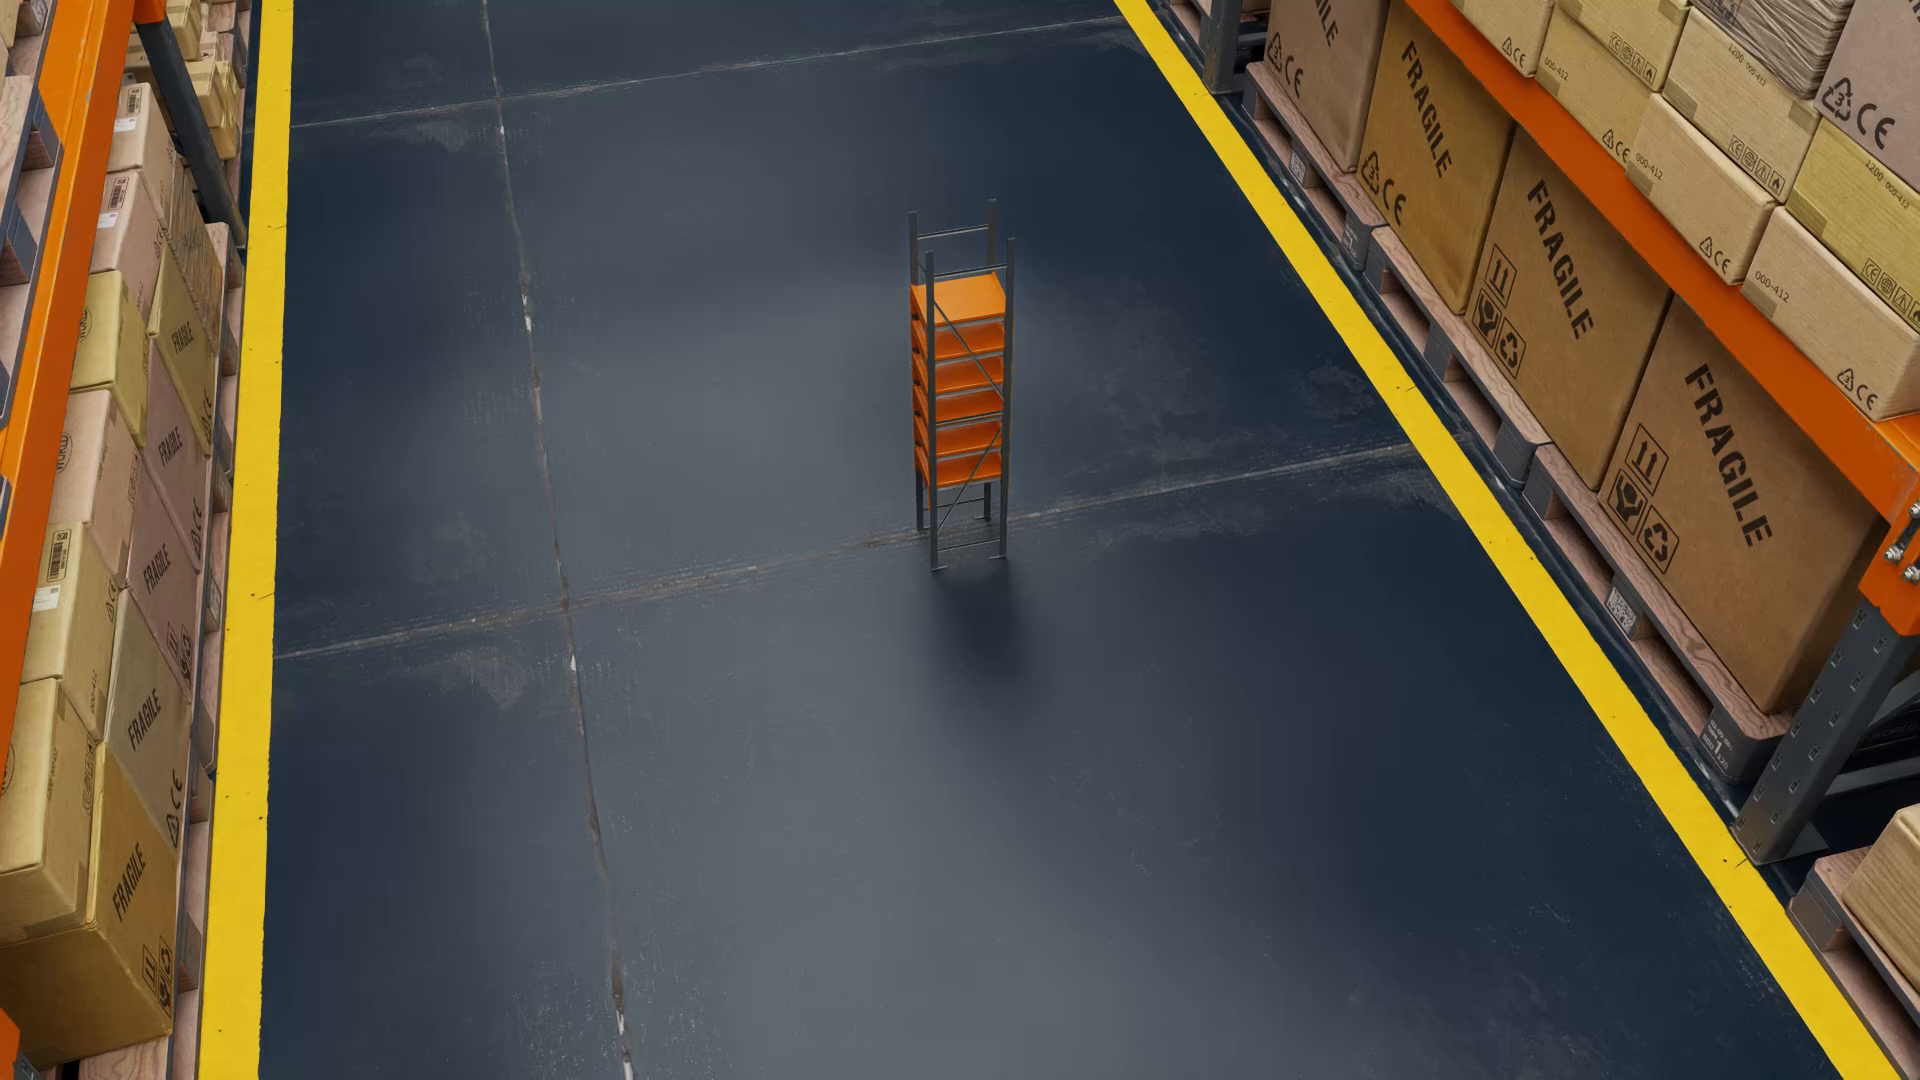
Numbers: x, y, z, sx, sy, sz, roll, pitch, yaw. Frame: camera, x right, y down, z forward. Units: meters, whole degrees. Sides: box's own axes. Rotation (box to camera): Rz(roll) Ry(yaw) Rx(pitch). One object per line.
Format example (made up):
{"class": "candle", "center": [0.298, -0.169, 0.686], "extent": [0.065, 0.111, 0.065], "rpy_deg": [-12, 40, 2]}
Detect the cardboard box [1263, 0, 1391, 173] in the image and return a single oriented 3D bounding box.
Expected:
{"class": "cardboard box", "center": [1.780, -2.067, 6.369], "extent": [0.875, 0.875, 0.875], "rpy_deg": [-9, 46, -9]}

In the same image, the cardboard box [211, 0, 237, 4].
{"class": "cardboard box", "center": [-3.369, -2.450, 7.253], "extent": [0.380, 0.149, 0.250], "rpy_deg": [-12, 47, -11]}

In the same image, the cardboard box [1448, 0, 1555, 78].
{"class": "cardboard box", "center": [1.770, -1.612, 4.834], "extent": [0.500, 0.250, 0.500], "rpy_deg": [-11, 47, -11]}

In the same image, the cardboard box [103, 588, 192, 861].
{"class": "cardboard box", "center": [-2.258, 0.506, 4.110], "extent": [0.500, 0.500, 0.500], "rpy_deg": [-10, 46, -10]}

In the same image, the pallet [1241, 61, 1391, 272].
{"class": "pallet", "center": [1.814, -1.582, 6.653], "extent": [1.003, 0.211, 1.213], "rpy_deg": [-11, 47, -10]}

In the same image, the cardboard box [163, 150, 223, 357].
{"class": "cardboard box", "center": [-2.782, -0.909, 5.497], "extent": [0.500, 0.500, 0.500], "rpy_deg": [-12, 47, -11]}

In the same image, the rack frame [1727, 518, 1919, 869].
{"class": "rack frame", "center": [2.568, -0.315, 3.459], "extent": [1.000, 3.000, 0.127], "rpy_deg": [-11, 47, -10]}

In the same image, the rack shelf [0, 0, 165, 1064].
{"class": "rack shelf", "center": [-2.703, -0.470, 4.114], "extent": [1.077, 0.370, 4.000], "rpy_deg": [-11, 47, -10]}

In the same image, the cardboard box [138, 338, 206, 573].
{"class": "cardboard box", "center": [-2.524, -0.200, 4.802], "extent": [0.500, 0.500, 0.500], "rpy_deg": [-12, 47, -11]}

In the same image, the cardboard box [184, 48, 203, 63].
{"class": "cardboard box", "center": [-3.150, -1.822, 6.430], "extent": [0.380, 0.149, 0.250], "rpy_deg": [-10, 46, -10]}

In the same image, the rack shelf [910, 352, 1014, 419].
{"class": "rack shelf", "center": [0.004, -0.463, 4.758], "extent": [0.258, 0.103, 0.180], "rpy_deg": [-11, 47, -10]}

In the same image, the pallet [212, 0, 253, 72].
{"class": "pallet", "center": [-3.737, -2.427, 7.481], "extent": [1.003, 0.211, 1.213], "rpy_deg": [-11, 47, -10]}

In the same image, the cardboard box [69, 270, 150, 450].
{"class": "cardboard box", "center": [-2.512, -0.449, 4.521], "extent": [0.500, 0.250, 0.500], "rpy_deg": [-13, 47, -12]}

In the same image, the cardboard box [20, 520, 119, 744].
{"class": "cardboard box", "center": [-2.264, 0.254, 3.831], "extent": [0.500, 0.250, 0.500], "rpy_deg": [-11, 47, -11]}

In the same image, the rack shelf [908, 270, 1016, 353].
{"class": "rack shelf", "center": [0.004, -0.631, 4.586], "extent": [0.258, 0.103, 0.180], "rpy_deg": [-11, 47, -10]}

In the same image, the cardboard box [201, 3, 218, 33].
{"class": "cardboard box", "center": [-3.293, -2.073, 6.884], "extent": [0.380, 0.149, 0.250], "rpy_deg": [-12, 47, -11]}

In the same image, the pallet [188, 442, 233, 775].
{"class": "pallet", "center": [-2.699, 0.255, 4.852], "extent": [1.003, 0.211, 1.213], "rpy_deg": [-11, 47, -10]}

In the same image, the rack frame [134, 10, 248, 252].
{"class": "rack frame", "center": [-3.215, -2.102, 5.210], "extent": [1.000, 3.000, 0.127], "rpy_deg": [-11, 47, -10]}

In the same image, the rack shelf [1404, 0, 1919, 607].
{"class": "rack shelf", "center": [2.056, -1.444, 5.069], "extent": [1.077, 0.370, 4.000], "rpy_deg": [-11, 47, -10]}

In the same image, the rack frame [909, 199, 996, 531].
{"class": "rack frame", "center": [-0.020, -0.473, 4.874], "extent": [0.240, 1.200, 0.006], "rpy_deg": [-11, 47, -10]}

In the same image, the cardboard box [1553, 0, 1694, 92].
{"class": "cardboard box", "center": [1.913, -1.429, 4.305], "extent": [0.500, 0.250, 0.500], "rpy_deg": [-12, 47, -11]}

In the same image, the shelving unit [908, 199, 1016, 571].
{"class": "shelving unit", "center": [0.004, -0.410, 4.812], "extent": [0.258, 1.200, 0.189], "rpy_deg": [-11, 47, -10]}

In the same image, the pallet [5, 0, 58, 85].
{"class": "pallet", "center": [-3.160, -1.481, 4.735], "extent": [1.003, 0.211, 1.213], "rpy_deg": [-11, 47, -10]}

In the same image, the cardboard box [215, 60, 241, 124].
{"class": "cardboard box", "center": [-3.066, -1.745, 6.562], "extent": [0.380, 0.149, 0.250], "rpy_deg": [-9, 46, -9]}

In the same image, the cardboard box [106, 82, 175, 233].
{"class": "cardboard box", "center": [-2.780, -1.169, 5.226], "extent": [0.500, 0.250, 0.500], "rpy_deg": [-12, 47, -11]}

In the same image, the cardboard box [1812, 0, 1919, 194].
{"class": "cardboard box", "center": [2.183, -1.009, 3.369], "extent": [0.500, 0.500, 0.500], "rpy_deg": [-12, 47, -11]}

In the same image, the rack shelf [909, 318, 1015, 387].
{"class": "rack shelf", "center": [0.004, -0.547, 4.672], "extent": [0.258, 0.103, 0.180], "rpy_deg": [-11, 47, -10]}

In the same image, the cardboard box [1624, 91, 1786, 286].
{"class": "cardboard box", "center": [2.042, -0.914, 4.151], "extent": [0.500, 0.250, 0.500], "rpy_deg": [-10, 46, -10]}

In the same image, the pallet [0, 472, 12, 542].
{"class": "pallet", "center": [-2.477, 0.254, 3.035], "extent": [1.213, 0.211, 1.003], "rpy_deg": [-11, 47, -10]}

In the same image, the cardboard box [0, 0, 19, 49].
{"class": "cardboard box", "center": [-2.729, -1.398, 4.402], "extent": [0.380, 0.149, 0.250], "rpy_deg": [-13, 47, -12]}

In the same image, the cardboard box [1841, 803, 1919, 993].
{"class": "cardboard box", "center": [2.703, 0.849, 3.863], "extent": [0.950, 0.372, 0.625], "rpy_deg": [-14, 47, -13]}

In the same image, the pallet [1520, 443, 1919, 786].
{"class": "pallet", "center": [2.439, 0.103, 5.002], "extent": [1.003, 0.211, 1.213], "rpy_deg": [-11, 47, -10]}

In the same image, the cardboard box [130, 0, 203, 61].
{"class": "cardboard box", "center": [-3.116, -1.936, 6.333], "extent": [0.380, 0.149, 0.250], "rpy_deg": [-9, 46, -8]}

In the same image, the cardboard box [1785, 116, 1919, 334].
{"class": "cardboard box", "center": [2.198, -0.726, 3.616], "extent": [0.500, 0.250, 0.500], "rpy_deg": [-11, 47, -10]}

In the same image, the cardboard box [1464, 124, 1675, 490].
{"class": "cardboard box", "center": [2.247, -0.827, 5.154], "extent": [0.875, 0.875, 0.875], "rpy_deg": [-10, 46, -10]}
